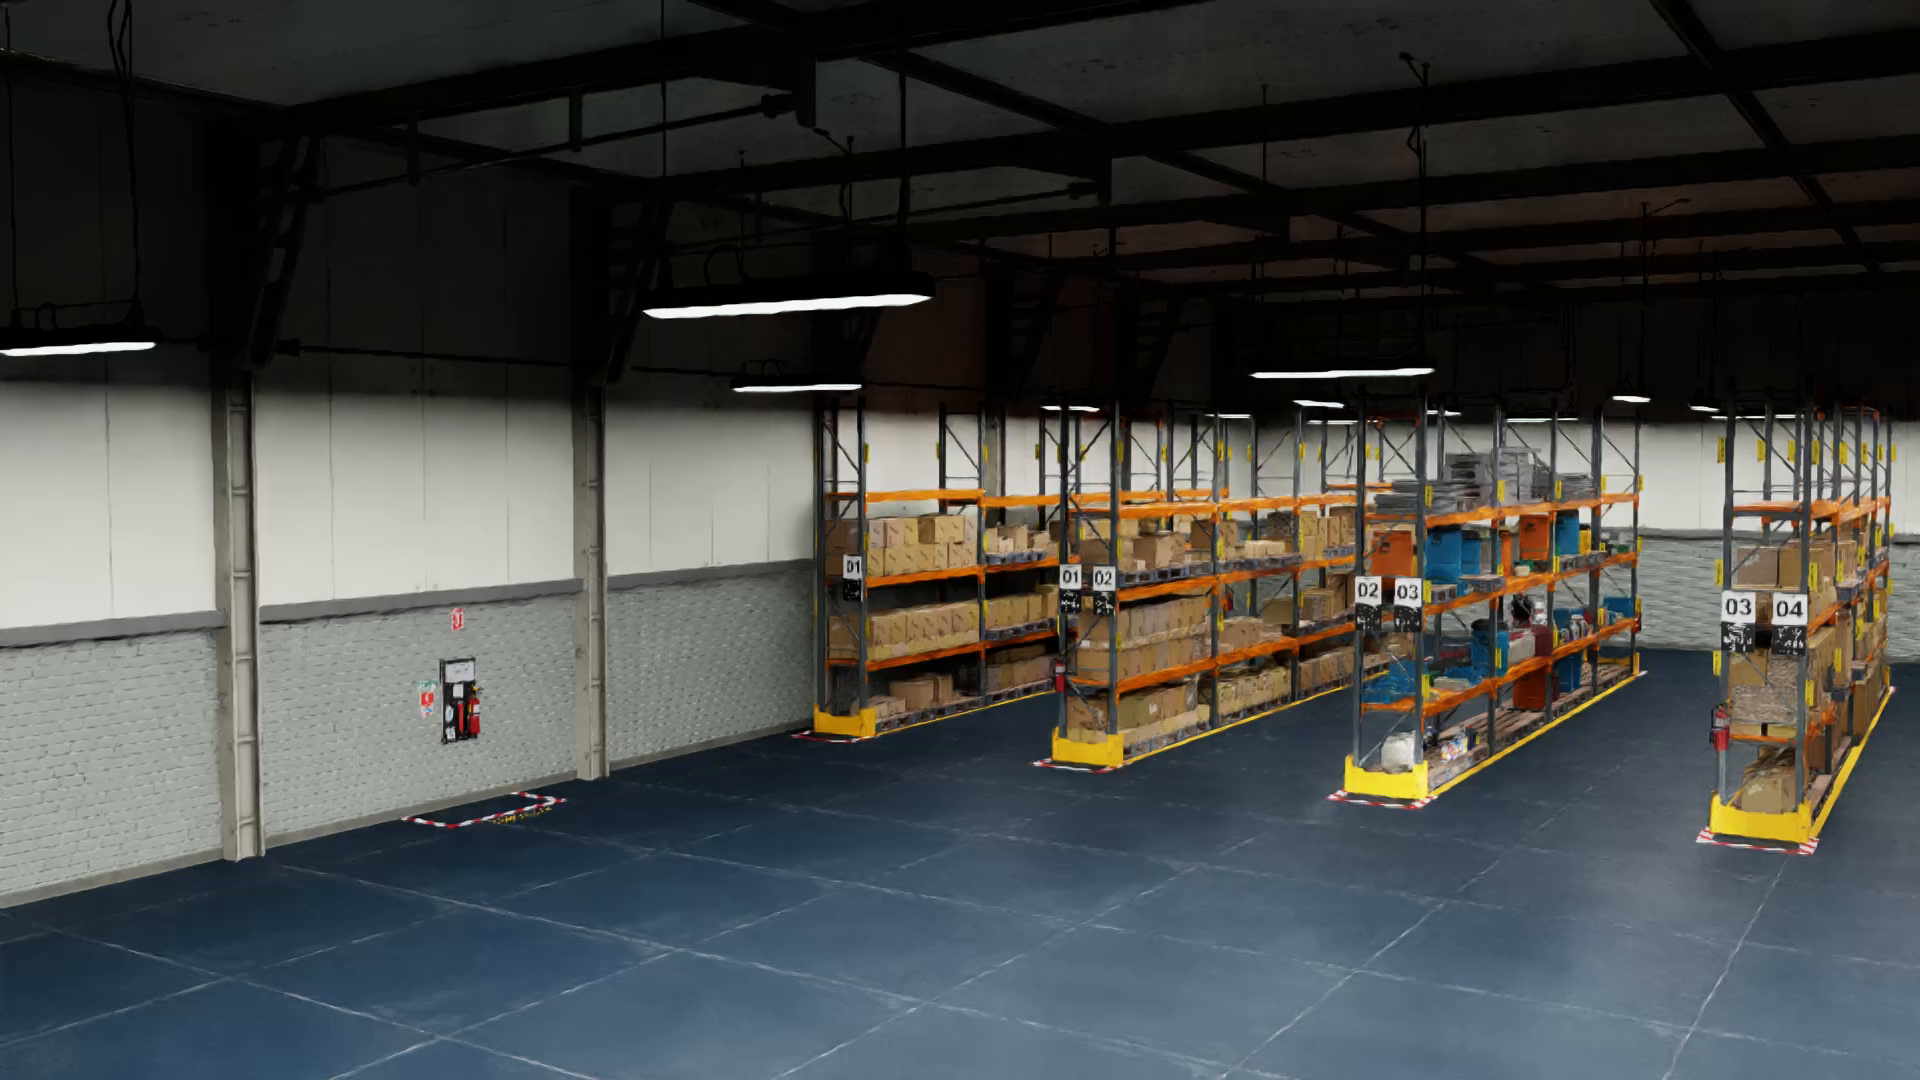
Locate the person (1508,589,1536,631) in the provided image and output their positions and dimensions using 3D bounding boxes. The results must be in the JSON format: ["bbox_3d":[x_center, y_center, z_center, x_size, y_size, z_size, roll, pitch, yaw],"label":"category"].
[{"bbox_3d":[14.161,1.973,41.932,0.677,1.674,0.534,2,3,30],"label":"person"}]

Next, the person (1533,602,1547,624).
[{"bbox_3d":[12.523,2.218,35.852,0.581,1.784,0.645,2,4,37],"label":"person"}]
